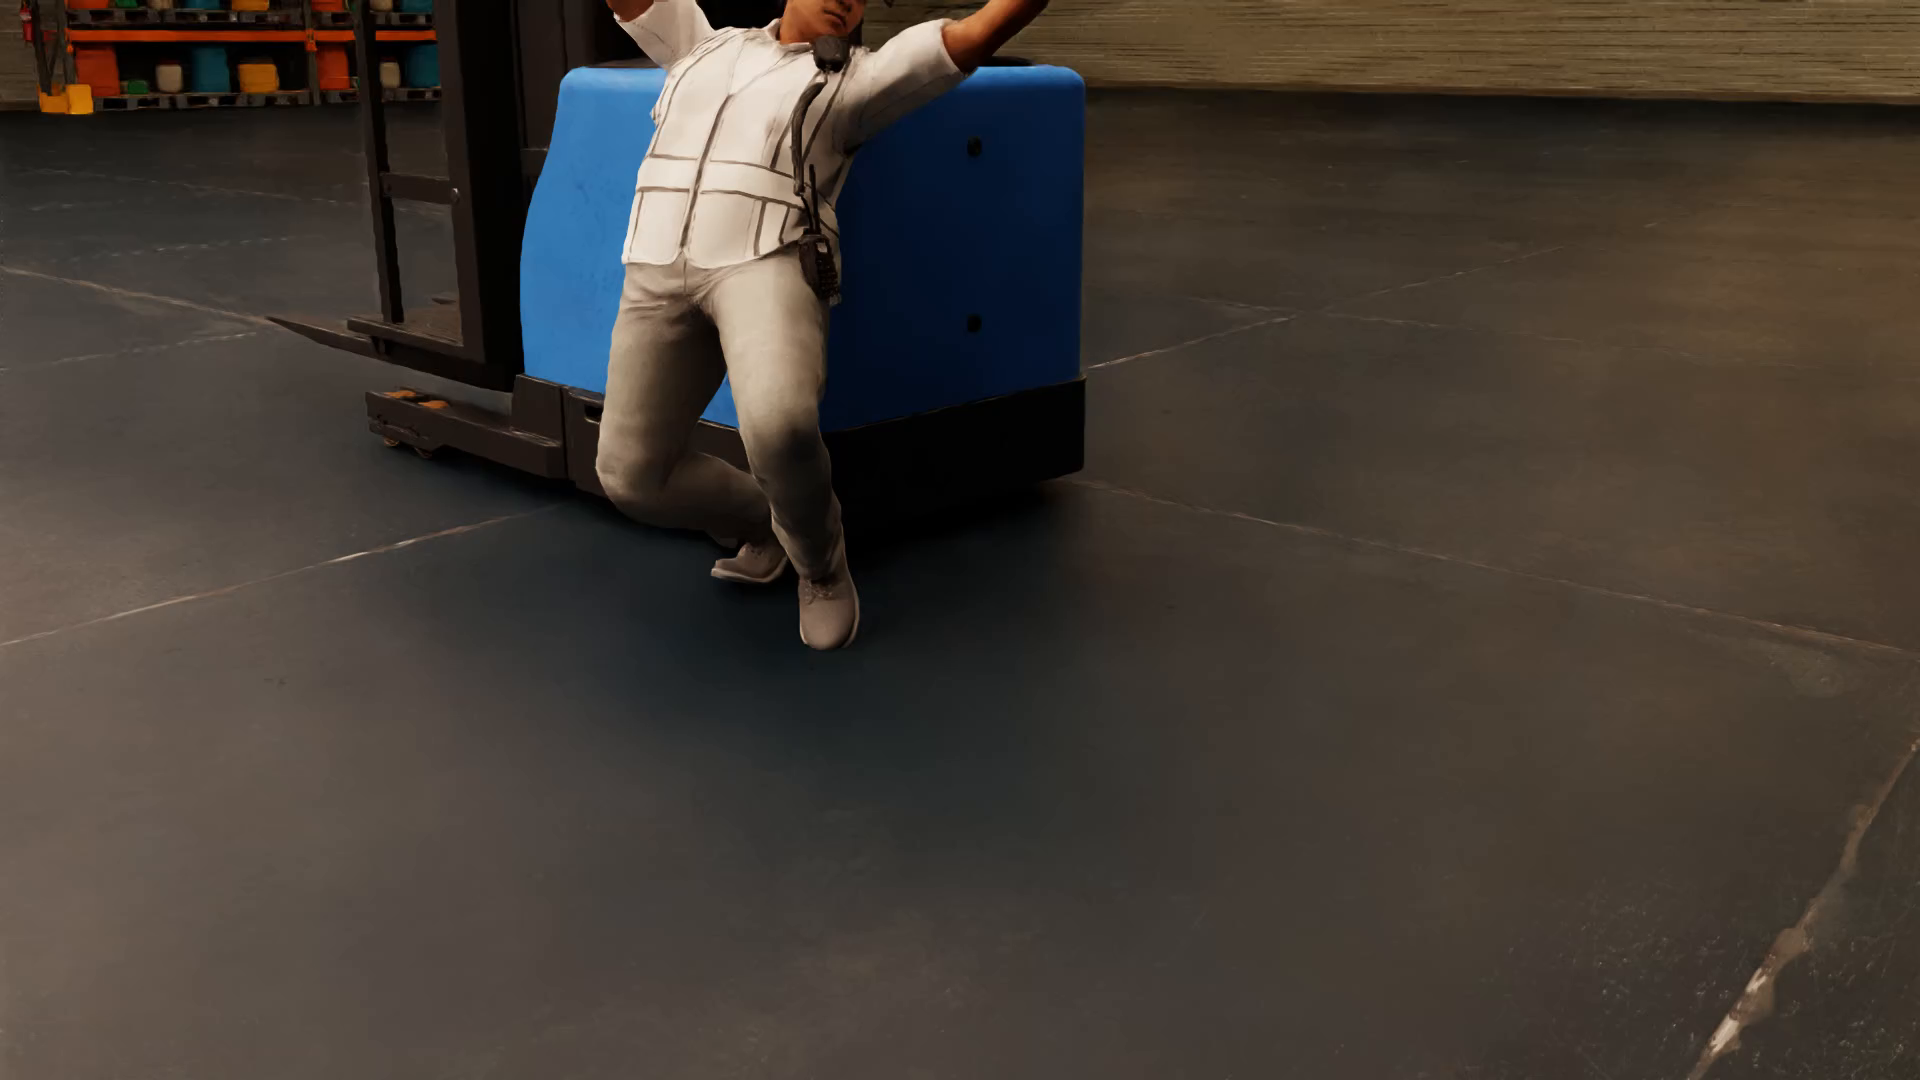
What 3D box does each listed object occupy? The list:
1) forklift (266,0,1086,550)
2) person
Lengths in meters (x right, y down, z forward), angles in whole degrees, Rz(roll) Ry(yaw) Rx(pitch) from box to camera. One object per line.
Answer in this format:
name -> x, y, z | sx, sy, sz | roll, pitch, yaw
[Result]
forklift -> -1.081, -1.728, 4.587 | 3.031, 2.935, 1.130 | 16, 23, 42
person -> -0.246, -0.563, 3.171 | 1.012, 1.576, 0.777 | 7, 18, 23
